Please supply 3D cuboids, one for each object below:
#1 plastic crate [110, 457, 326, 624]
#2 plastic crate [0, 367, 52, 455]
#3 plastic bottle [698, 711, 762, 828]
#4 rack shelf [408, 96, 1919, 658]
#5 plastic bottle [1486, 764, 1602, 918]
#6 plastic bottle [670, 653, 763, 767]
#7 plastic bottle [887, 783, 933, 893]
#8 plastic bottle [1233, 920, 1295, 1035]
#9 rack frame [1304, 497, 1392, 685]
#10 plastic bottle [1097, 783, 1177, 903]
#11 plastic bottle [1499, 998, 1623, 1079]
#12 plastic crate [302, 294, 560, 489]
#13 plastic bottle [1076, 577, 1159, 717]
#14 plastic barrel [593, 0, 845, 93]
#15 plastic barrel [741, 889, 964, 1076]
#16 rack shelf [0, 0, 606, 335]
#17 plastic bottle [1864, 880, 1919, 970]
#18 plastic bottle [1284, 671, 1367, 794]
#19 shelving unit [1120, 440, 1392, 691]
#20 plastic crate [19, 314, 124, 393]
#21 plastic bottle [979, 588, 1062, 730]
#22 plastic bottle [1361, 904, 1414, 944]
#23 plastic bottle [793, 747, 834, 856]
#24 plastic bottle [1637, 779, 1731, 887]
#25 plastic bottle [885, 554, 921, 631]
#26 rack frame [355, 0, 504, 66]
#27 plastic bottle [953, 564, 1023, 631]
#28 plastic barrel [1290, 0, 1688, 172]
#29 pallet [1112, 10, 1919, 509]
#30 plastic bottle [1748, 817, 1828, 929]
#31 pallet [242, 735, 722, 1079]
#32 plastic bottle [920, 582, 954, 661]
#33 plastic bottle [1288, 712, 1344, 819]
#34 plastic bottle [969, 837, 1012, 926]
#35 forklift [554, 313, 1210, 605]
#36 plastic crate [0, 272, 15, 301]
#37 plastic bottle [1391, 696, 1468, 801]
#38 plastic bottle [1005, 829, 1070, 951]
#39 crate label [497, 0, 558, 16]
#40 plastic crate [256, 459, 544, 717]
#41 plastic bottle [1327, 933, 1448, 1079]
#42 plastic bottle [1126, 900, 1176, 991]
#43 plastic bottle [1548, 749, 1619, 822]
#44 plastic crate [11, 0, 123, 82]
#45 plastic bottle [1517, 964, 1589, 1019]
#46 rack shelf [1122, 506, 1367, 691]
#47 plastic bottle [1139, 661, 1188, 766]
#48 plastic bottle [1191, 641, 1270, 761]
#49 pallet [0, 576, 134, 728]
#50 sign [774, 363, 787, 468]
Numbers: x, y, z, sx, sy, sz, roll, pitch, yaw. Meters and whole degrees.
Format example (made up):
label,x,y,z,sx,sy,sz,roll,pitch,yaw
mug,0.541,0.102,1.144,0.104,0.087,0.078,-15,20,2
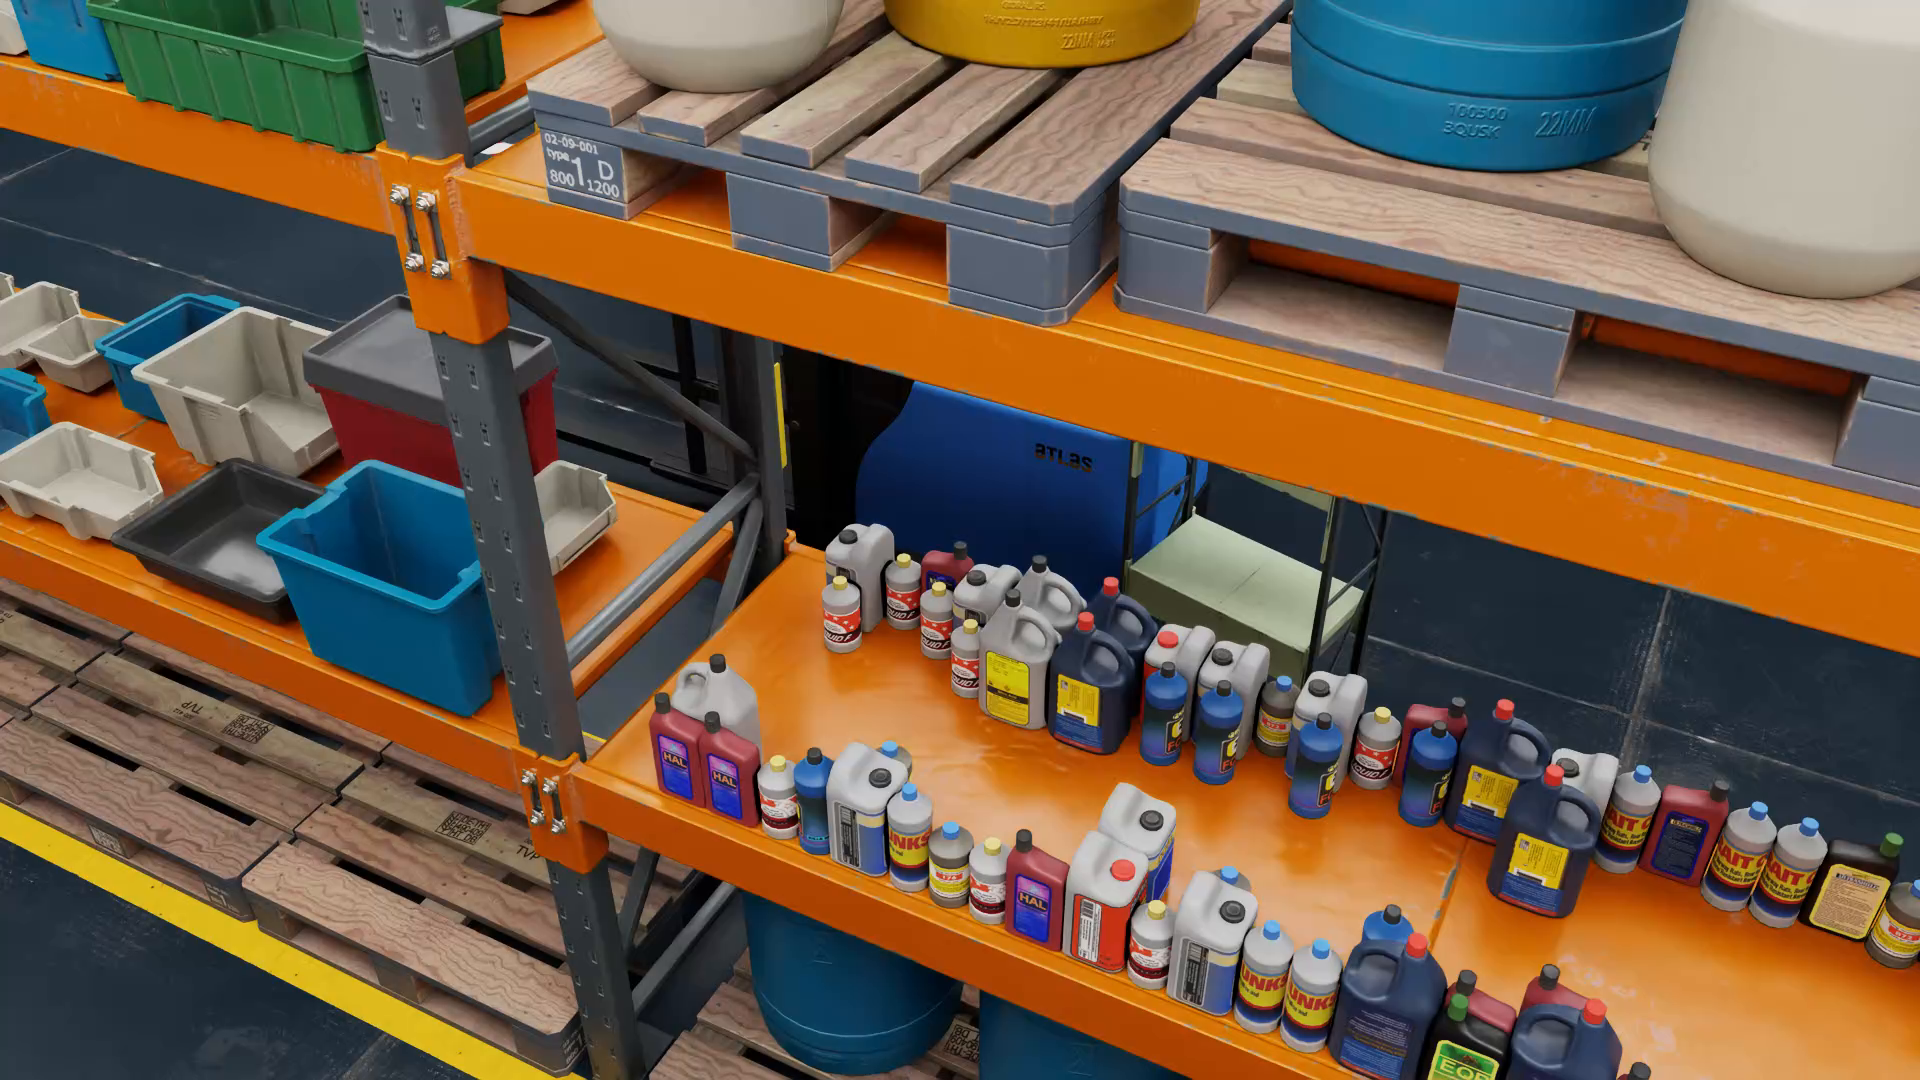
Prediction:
label,x,y,z,sx,sy,sz,roll,pitch,yaw
plastic crate,-1.874,0.011,4.432,0.590,0.125,0.437,17,41,21
plastic crate,-2.805,-0.282,4.729,0.300,0.233,0.416,17,41,21
plastic bottle,-0.509,0.507,3.698,0.133,0.283,0.061,17,41,21
rack shelf,1.019,-0.260,2.725,4.000,0.370,1.077,17,41,21
plastic bottle,1.238,0.617,3.497,0.185,0.351,0.144,17,41,21
plastic bottle,-0.557,0.395,3.789,0.185,0.351,0.144,17,41,21
plastic bottle,-0.105,0.626,3.551,0.097,0.271,0.097,0,37,0
plastic bottle,0.598,0.846,3.261,0.097,0.271,0.097,0,37,0
rack frame,1.247,0.145,5.319,0.023,1.500,0.400,27,45,31
plastic bottle,0.371,0.651,3.514,0.135,0.276,0.152,17,41,21
plastic bottle,1.103,0.956,3.050,0.185,0.351,0.144,17,41,21
plastic crate,-1.434,-0.340,4.614,0.583,0.464,0.402,17,41,21
plastic bottle,0.374,0.243,3.989,0.185,0.351,0.144,17,41,21
plastic barrel,-0.404,-1.043,2.702,0.433,0.535,0.433,0,37,0
plastic barrel,-0.281,0.921,4.443,0.708,0.901,0.600,17,41,21
rack shelf,-2.533,-1.372,4.190,4.000,0.370,1.077,17,41,21
plastic bottle,1.940,0.777,3.409,0.097,0.201,0.097,0,37,0
plastic bottle,0.840,0.422,3.816,0.135,0.276,0.152,17,41,21
shelving unit,0.968,0.002,5.507,0.755,1.500,0.431,27,45,31
plastic crate,-2.720,-0.584,5.207,0.250,0.136,0.298,17,41,21
plastic bottle,0.144,0.269,3.955,0.185,0.351,0.144,17,41,21
plastic bottle,0.837,0.823,3.292,0.097,0.271,0.097,0,37,0
plastic bottle,-0.311,0.561,3.636,0.097,0.271,0.097,0,37,0
plastic bottle,1.555,0.611,3.560,0.133,0.283,0.061,17,41,21
plastic bottle,-0.142,0.125,4.268,0.097,0.201,0.097,0,37,0
rack frame,-0.757,-2.297,2.333,0.127,3.000,1.000,17,41,21
plastic bottle,0.066,0.180,4.135,0.135,0.276,0.152,17,41,21
plastic barrel,0.829,-1.077,2.445,0.708,0.901,0.600,17,41,21
pallet,0.993,-0.548,2.666,1.213,0.211,1.003,17,41,21
plastic bottle,1.735,0.685,3.473,0.097,0.271,0.097,0,37,0
pallet,-1.427,1.020,5.232,1.213,0.211,1.003,17,41,21
plastic bottle,-0.052,0.195,4.177,0.097,0.201,0.097,0,37,0
plastic bottle,0.799,0.496,3.723,0.097,0.271,0.097,0,37,0
plastic bottle,0.067,0.708,3.501,0.097,0.201,0.097,0,37,0
forklift,-0.561,-1.341,6.092,3.031,2.935,1.130,17,40,21
plastic crate,-3.250,-0.721,5.387,0.243,0.136,0.396,17,41,21
plastic bottle,1.066,0.459,3.762,0.133,0.283,0.061,17,41,21
plastic bottle,0.161,0.717,3.421,0.133,0.283,0.061,17,41,21
crate label,-1.058,-1.288,3.704,0.466,0.136,0.293,17,41,21
plastic crate,-1.328,0.128,4.064,0.575,0.384,0.392,17,41,21
plastic bottle,0.820,0.868,3.166,0.185,0.351,0.144,17,41,21
plastic bottle,0.392,0.809,3.367,0.097,0.201,0.097,0,37,0
plastic bottle,1.328,0.575,3.615,0.135,0.276,0.152,17,41,21
plastic crate,-1.712,-1.117,3.399,0.300,0.233,0.416,17,41,21
plastic bottle,1.127,0.921,3.152,0.133,0.283,0.061,17,41,21
rack shelf,0.968,0.261,5.704,0.720,0.370,0.431,27,45,31
plastic bottle,0.473,0.394,3.857,0.097,0.271,0.097,0,37,0
plastic bottle,0.634,0.357,3.901,0.135,0.276,0.152,17,41,21
pallet,-3.594,0.341,6.126,1.213,0.211,1.003,17,41,21
sign,-0.502,-0.313,4.452,0.005,0.325,0.100,17,41,21
